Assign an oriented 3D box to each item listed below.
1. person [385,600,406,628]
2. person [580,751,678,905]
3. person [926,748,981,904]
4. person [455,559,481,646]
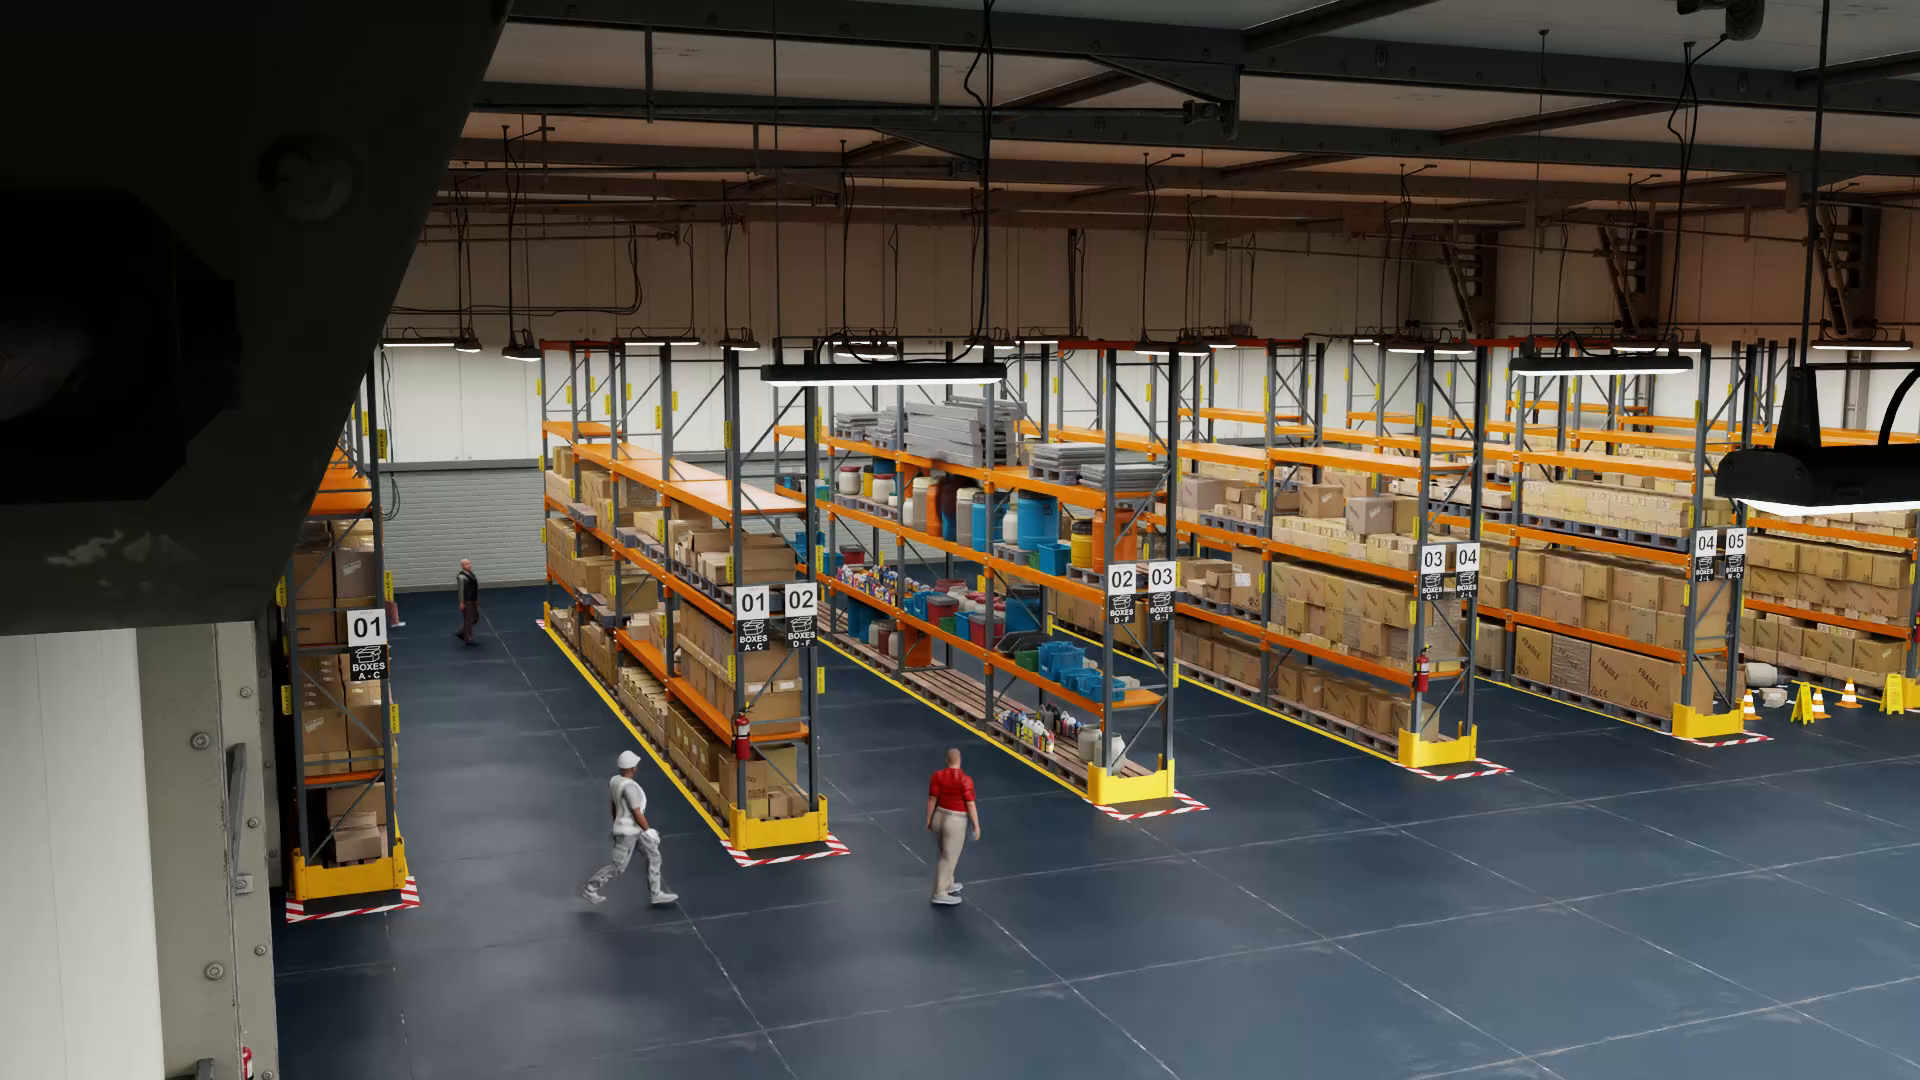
[{"bbox_3d":[-12.084,1.046,34.514,0.988,1.604,0.548,0,7,3],"label":"person"},{"bbox_3d":[-3.609,3.139,18.032,1.027,1.740,0.483,1,7,4],"label":"person"},{"bbox_3d":[-0.061,3.117,18.263,0.612,1.713,0.595,-6,10,-41],"label":"person"},{"bbox_3d":[-9.733,1.221,32.771,0.519,1.725,0.552,-1,7,-6],"label":"person"}]
